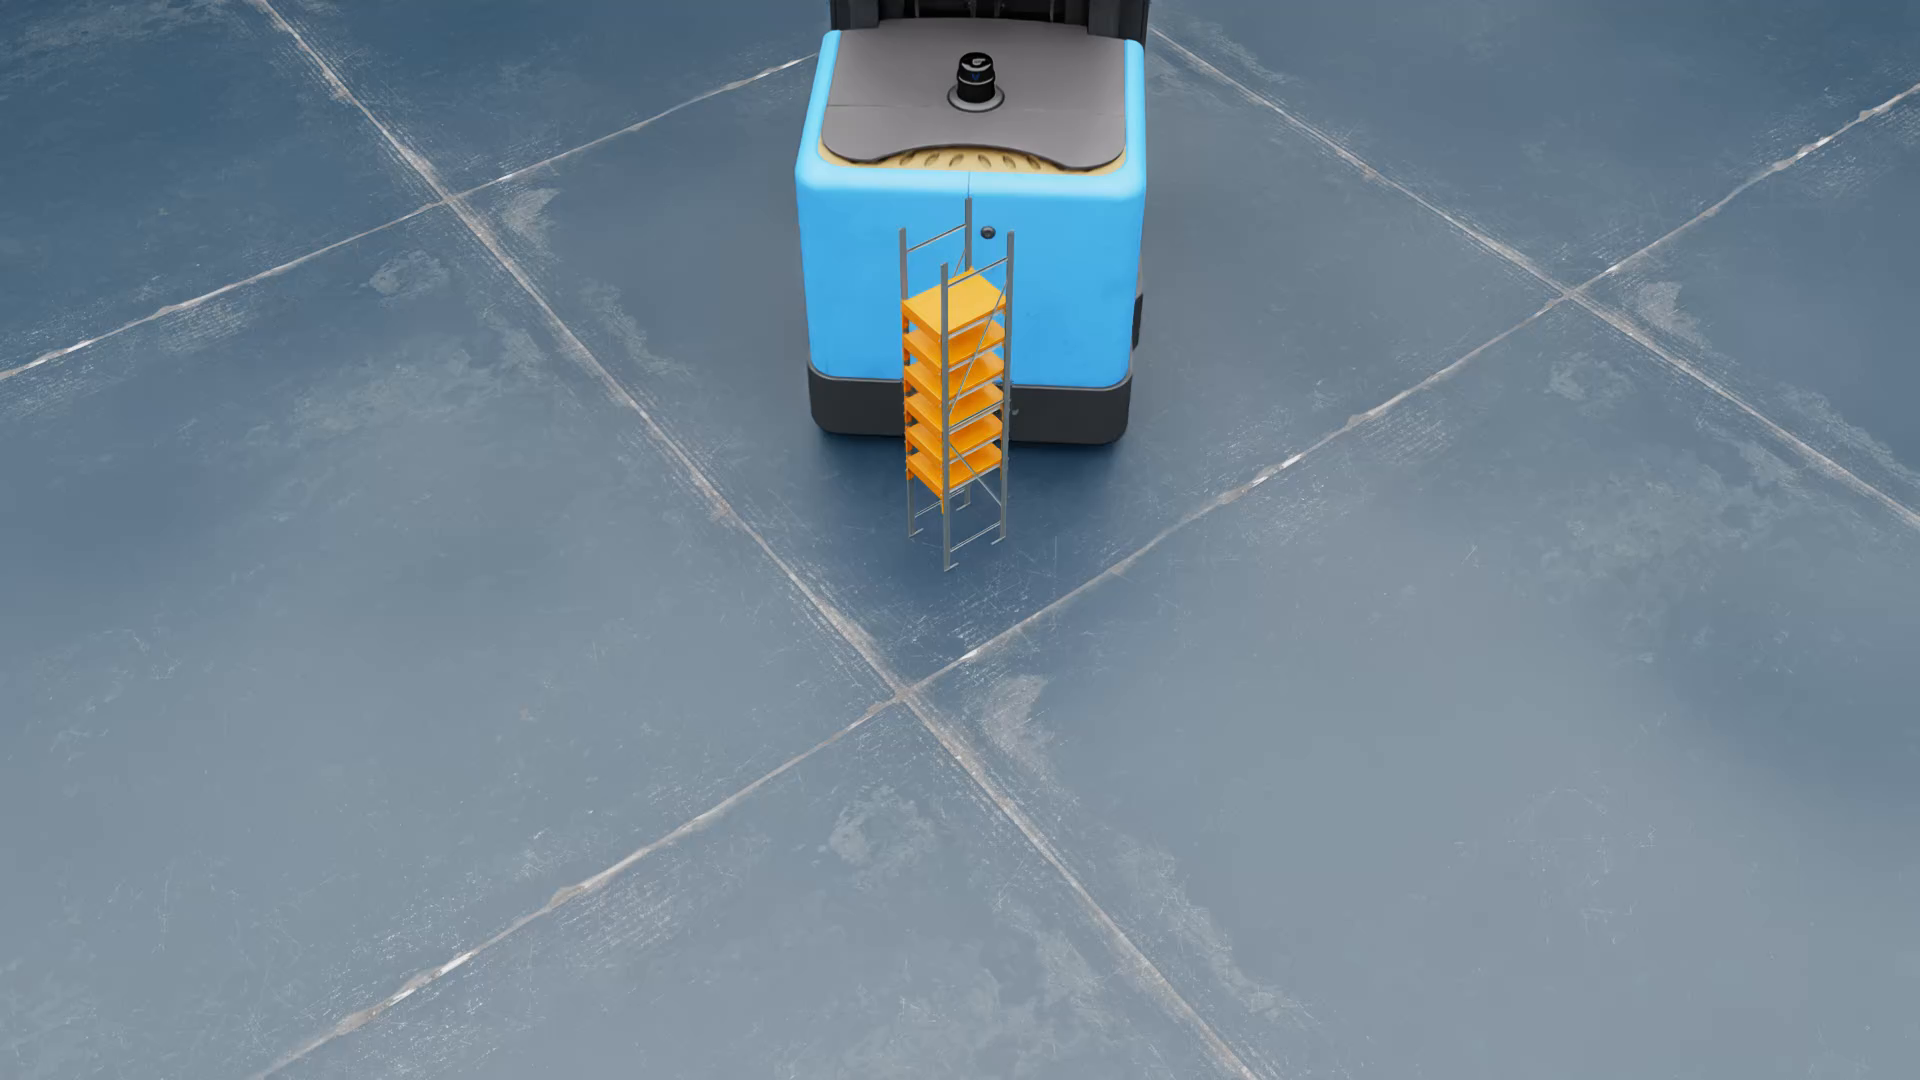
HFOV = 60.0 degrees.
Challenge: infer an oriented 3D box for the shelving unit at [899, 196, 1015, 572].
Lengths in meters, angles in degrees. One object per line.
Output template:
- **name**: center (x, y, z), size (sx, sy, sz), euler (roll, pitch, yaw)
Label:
- **shelving unit**: center (-0.009, -0.412, 4.813), size (0.258, 1.200, 0.189), euler (-29, 54, -24)

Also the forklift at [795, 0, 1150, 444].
- **forklift**: center (0.114, -2.387, 5.436), size (1.130, 2.935, 3.031), euler (3, 48, 2)

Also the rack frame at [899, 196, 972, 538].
- **rack frame**: center (-0.064, -0.465, 4.862), size (0.240, 1.200, 0.006), euler (-29, 54, -24)

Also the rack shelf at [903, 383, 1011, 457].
- **rack shelf**: center (-0.009, -0.382, 4.846), size (0.258, 0.103, 0.180), euler (-29, 54, -24)

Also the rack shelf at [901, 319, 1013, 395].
- **rack shelf**: center (-0.009, -0.543, 4.668), size (0.258, 0.103, 0.180), euler (-29, 54, -24)

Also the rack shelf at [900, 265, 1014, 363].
- **rack shelf**: center (-0.009, -0.623, 4.579), size (0.258, 0.103, 0.180), euler (-29, 54, -24)

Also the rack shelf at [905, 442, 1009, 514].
- **rack shelf**: center (-0.009, -0.220, 5.024), size (0.258, 0.103, 0.180), euler (-29, 54, -24)

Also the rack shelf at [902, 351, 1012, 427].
- **rack shelf**: center (-0.009, -0.462, 4.757), size (0.258, 0.103, 0.180), euler (-29, 54, -24)

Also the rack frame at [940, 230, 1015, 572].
- **rack frame**: center (0.047, -0.358, 4.764), size (0.240, 1.200, 0.006), euler (-29, 54, -24)

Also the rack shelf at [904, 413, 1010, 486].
- **rack shelf**: center (-0.009, -0.301, 4.935), size (0.258, 0.103, 0.180), euler (-29, 54, -24)
